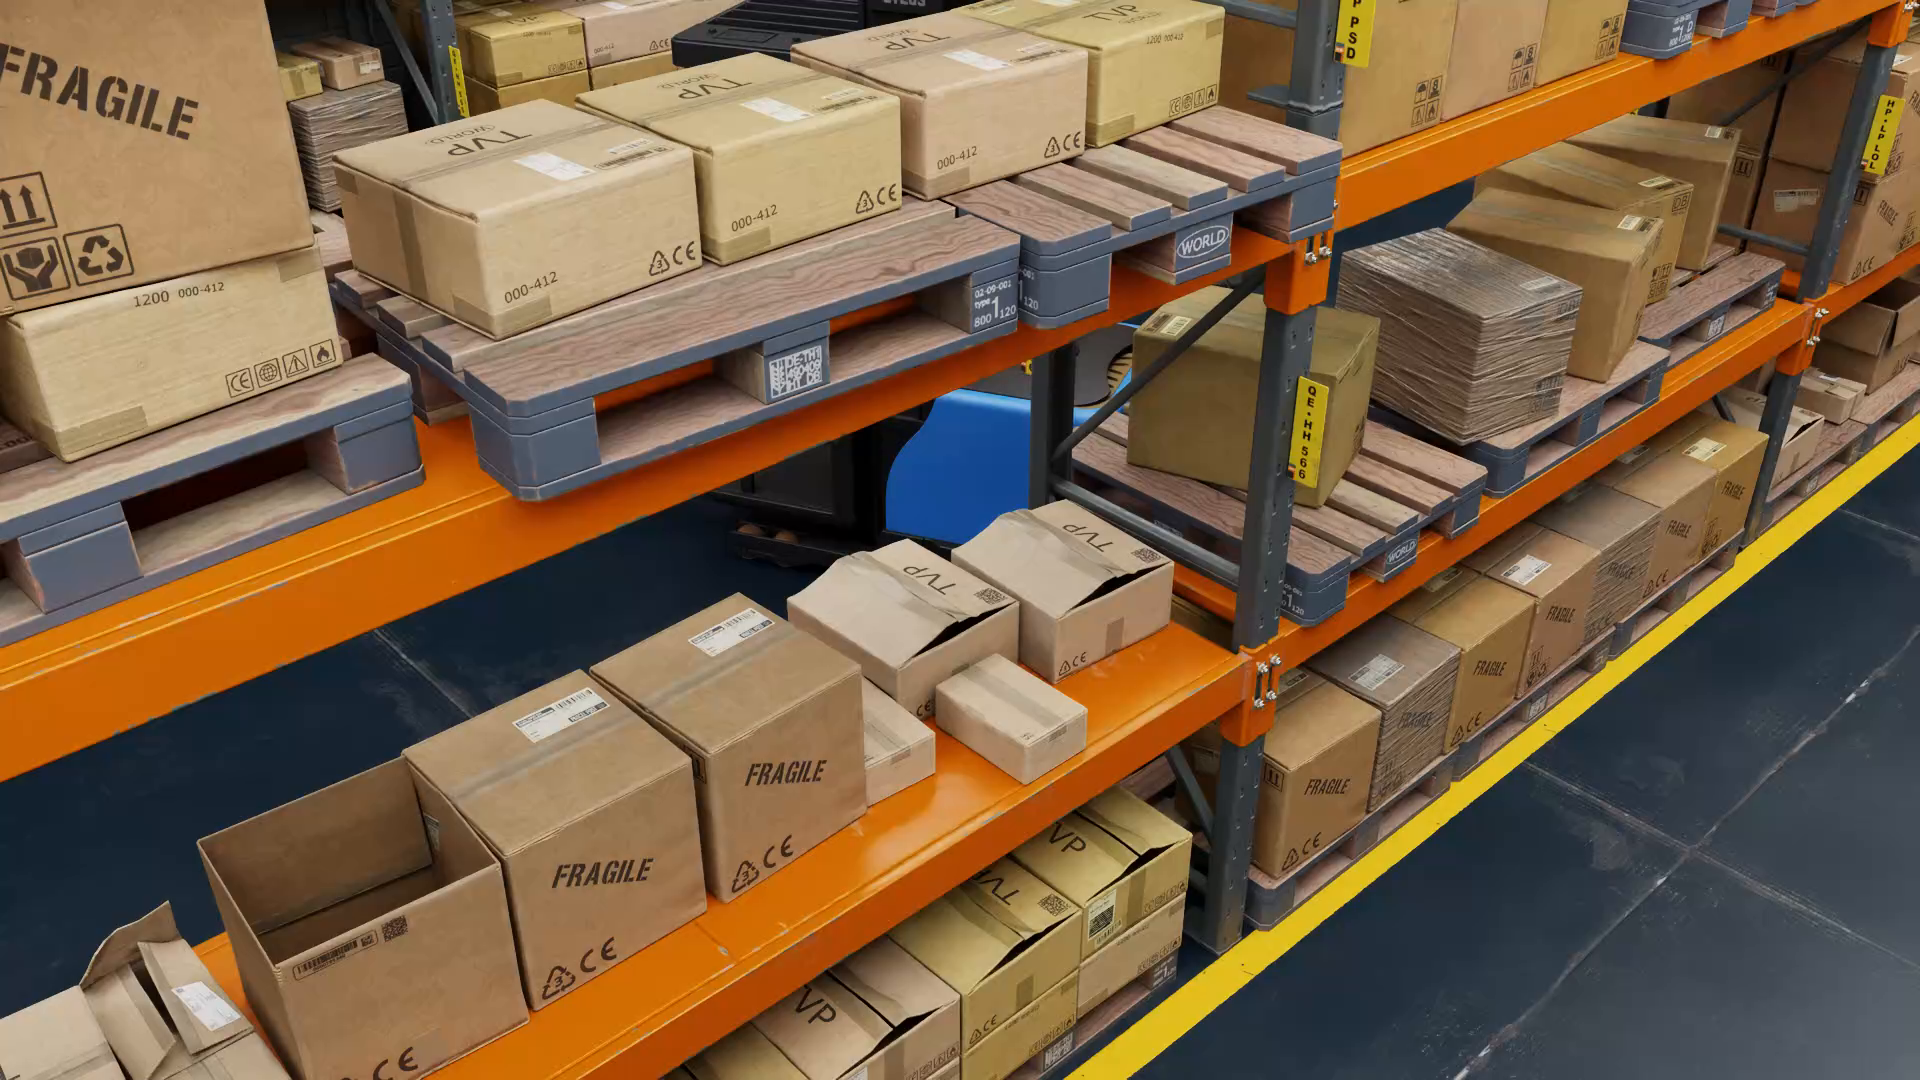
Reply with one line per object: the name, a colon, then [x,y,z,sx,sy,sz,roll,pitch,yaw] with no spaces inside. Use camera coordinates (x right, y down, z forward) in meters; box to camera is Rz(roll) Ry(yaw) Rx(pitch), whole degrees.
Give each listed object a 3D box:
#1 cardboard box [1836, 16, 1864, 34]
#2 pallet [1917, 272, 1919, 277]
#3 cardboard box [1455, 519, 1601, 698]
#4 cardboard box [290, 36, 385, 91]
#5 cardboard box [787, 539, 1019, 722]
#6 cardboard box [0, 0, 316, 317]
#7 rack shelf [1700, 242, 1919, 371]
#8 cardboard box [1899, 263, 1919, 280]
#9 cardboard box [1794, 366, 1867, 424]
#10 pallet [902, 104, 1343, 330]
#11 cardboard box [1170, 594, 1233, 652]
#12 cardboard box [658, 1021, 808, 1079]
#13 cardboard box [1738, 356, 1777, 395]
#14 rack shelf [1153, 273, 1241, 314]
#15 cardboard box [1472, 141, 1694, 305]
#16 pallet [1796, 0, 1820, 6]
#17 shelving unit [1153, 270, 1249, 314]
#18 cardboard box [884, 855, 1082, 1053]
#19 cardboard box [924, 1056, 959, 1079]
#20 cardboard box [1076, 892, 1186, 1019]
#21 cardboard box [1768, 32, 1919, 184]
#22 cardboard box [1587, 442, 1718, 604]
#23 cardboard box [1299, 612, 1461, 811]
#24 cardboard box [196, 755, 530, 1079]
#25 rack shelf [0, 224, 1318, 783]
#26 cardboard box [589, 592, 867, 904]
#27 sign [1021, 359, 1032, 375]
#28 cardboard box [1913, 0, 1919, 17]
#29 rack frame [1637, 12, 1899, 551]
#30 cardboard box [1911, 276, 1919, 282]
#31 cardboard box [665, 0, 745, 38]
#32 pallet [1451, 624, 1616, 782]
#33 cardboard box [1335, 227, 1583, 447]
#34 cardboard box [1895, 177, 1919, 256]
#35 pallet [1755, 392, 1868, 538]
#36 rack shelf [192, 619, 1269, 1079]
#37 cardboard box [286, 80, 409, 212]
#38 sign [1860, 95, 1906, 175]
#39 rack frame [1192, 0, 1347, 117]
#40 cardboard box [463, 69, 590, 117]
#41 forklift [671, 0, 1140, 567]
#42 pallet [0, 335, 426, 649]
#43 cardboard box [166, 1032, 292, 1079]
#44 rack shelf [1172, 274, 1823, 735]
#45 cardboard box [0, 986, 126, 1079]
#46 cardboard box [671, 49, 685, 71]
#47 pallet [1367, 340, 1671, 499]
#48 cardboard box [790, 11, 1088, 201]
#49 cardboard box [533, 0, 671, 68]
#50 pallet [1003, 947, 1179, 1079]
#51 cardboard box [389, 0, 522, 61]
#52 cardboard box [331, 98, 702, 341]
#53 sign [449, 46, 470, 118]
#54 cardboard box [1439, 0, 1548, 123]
cardboard box: [4.118,-2.372,8.200,0.500,0.500,0.500,-27,40,-36]
pallet: [5.843,-1.361,10.273,1.213,0.211,1.003,-26,40,-35]
cardboard box: [2.275,0.253,6.936,0.500,0.500,0.500,-27,41,-37]
cardboard box: [-2.987,-2.290,7.980,0.380,0.149,0.250,23,38,33]
cardboard box: [-0.171,0.258,5.038,0.500,0.311,0.500,-26,40,-36]
cardboard box: [-1.436,-0.733,2.721,0.500,0.500,0.500,-22,38,-31]
rack shelf: [5.016,-1.844,9.080,4.000,0.370,1.077,-26,40,-35]
cardboard box: [5.524,-1.613,10.227,0.500,0.250,0.500,-26,40,-35]
cardboard box: [4.632,-0.797,8.973,0.250,0.166,0.380,-26,40,-35]
pallet: [0.180,-0.947,4.229,1.003,0.211,1.213,-24,39,-33]
cardboard box: [1.143,0.434,6.639,0.500,0.500,0.500,-24,39,-34]
cardboard box: [-0.718,1.553,4.530,0.500,0.311,0.500,-25,39,-34]
cardboard box: [4.324,-1.059,9.262,0.500,0.311,0.500,-26,40,-35]
rack shelf: [1.167,-1.143,8.133,0.431,0.518,0.480,2,32,3]
cardboard box: [2.589,-1.313,7.023,0.500,0.500,0.700,-19,36,-28]
pallet: [3.024,-2.437,6.665,1.003,0.211,1.213,-26,40,-35]
shelving unit: [1.167,-1.155,8.126,0.431,2.100,0.503,2,32,3]
cardboard box: [0.023,1.199,5.110,0.500,0.311,0.500,-27,40,-36]
cardboard box: [-0.350,1.612,4.971,0.500,0.250,0.500,-25,39,-34]
cardboard box: [0.396,1.251,5.562,0.500,0.250,0.500,-25,39,-34]
cardboard box: [4.086,-1.970,7.543,0.500,0.500,0.500,-25,39,-34]
cardboard box: [3.014,-0.106,7.523,0.500,0.500,0.500,-26,40,-35]
cardboard box: [1.525,0.616,6.342,0.500,0.500,0.500,-27,41,-37]
cardboard box: [-1.356,0.900,3.807,0.500,0.500,0.500,-23,38,-32]
rack shelf: [-0.850,-0.286,3.657,4.000,0.370,1.077,-26,40,-35]
cardboard box: [-0.603,0.536,4.403,0.500,0.500,0.500,27,40,36]
sign: [0.241,-0.687,5.465,0.005,0.325,0.100,-26,40,-35]
cardboard box: [4.842,-2.336,8.140,0.500,0.500,0.500,-27,41,-37]
rack frame: [3.550,-1.442,7.732,0.127,3.000,1.000,-26,40,-35]
cardboard box: [5.893,-1.443,10.029,0.250,0.166,0.380,-26,40,-35]
cardboard box: [-1.489,-2.847,8.911,0.500,0.250,0.500,-26,40,-35]
pallet: [2.084,0.486,7.253,1.213,0.211,1.003,-26,40,-35]
cardboard box: [1.802,-0.763,6.123,0.500,0.500,0.700,-18,36,-27]
cardboard box: [4.482,-1.744,8.131,0.500,0.500,0.500,-25,39,-35]
pallet: [4.054,-0.495,8.858,1.213,0.211,1.003,-26,40,-35]
rack shelf: [-0.850,0.993,4.440,4.000,0.370,1.077,-26,40,-35]
cardboard box: [-3.092,-1.976,8.089,0.700,0.500,0.500,24,39,34]
sign: [3.930,-1.725,7.085,0.005,0.325,0.100,-26,40,-35]
rack frame: [0.616,-2.582,3.847,0.127,3.000,1.000,-26,40,-35]
cardboard box: [-2.224,-2.169,8.522,0.500,0.500,0.500,-24,39,-34]
forklift: [-0.588,-1.366,7.674,3.031,2.935,1.130,11,33,17]
pallet: [-1.679,-0.120,2.879,0.805,0.209,1.217,27,41,37]
cardboard box: [-1.528,1.267,3.544,0.250,0.149,0.380,-26,40,-35]
rack shelf: [2.083,-0.425,6.760,4.000,0.370,1.077,-26,40,-35]
cardboard box: [-1.985,1.269,3.444,0.500,0.250,0.500,-23,38,-33]
cardboard box: [-1.469,-2.527,9.107,0.500,0.500,0.500,-26,40,-36]
pallet: [2.039,-0.633,6.593,1.213,0.211,1.003,-26,40,-35]
cardboard box: [-0.050,-1.043,3.945,0.500,0.250,0.500,-25,39,-34]
cardboard box: [-1.853,-2.668,8.619,0.500,0.250,0.500,-26,40,-36]
pallet: [-0.014,1.444,5.687,1.213,0.211,1.003,-26,40,-35]
cardboard box: [-2.598,-2.675,8.630,0.500,0.250,0.500,-25,39,-34]
cardboard box: [-0.873,-0.654,3.310,0.500,0.250,0.500,25,40,35]
sign: [-2.379,-2.173,7.894,0.005,0.325,0.100,-26,40,-35]
cardboard box: [1.287,-1.694,5.174,0.500,0.500,0.910,-26,40,-35]
